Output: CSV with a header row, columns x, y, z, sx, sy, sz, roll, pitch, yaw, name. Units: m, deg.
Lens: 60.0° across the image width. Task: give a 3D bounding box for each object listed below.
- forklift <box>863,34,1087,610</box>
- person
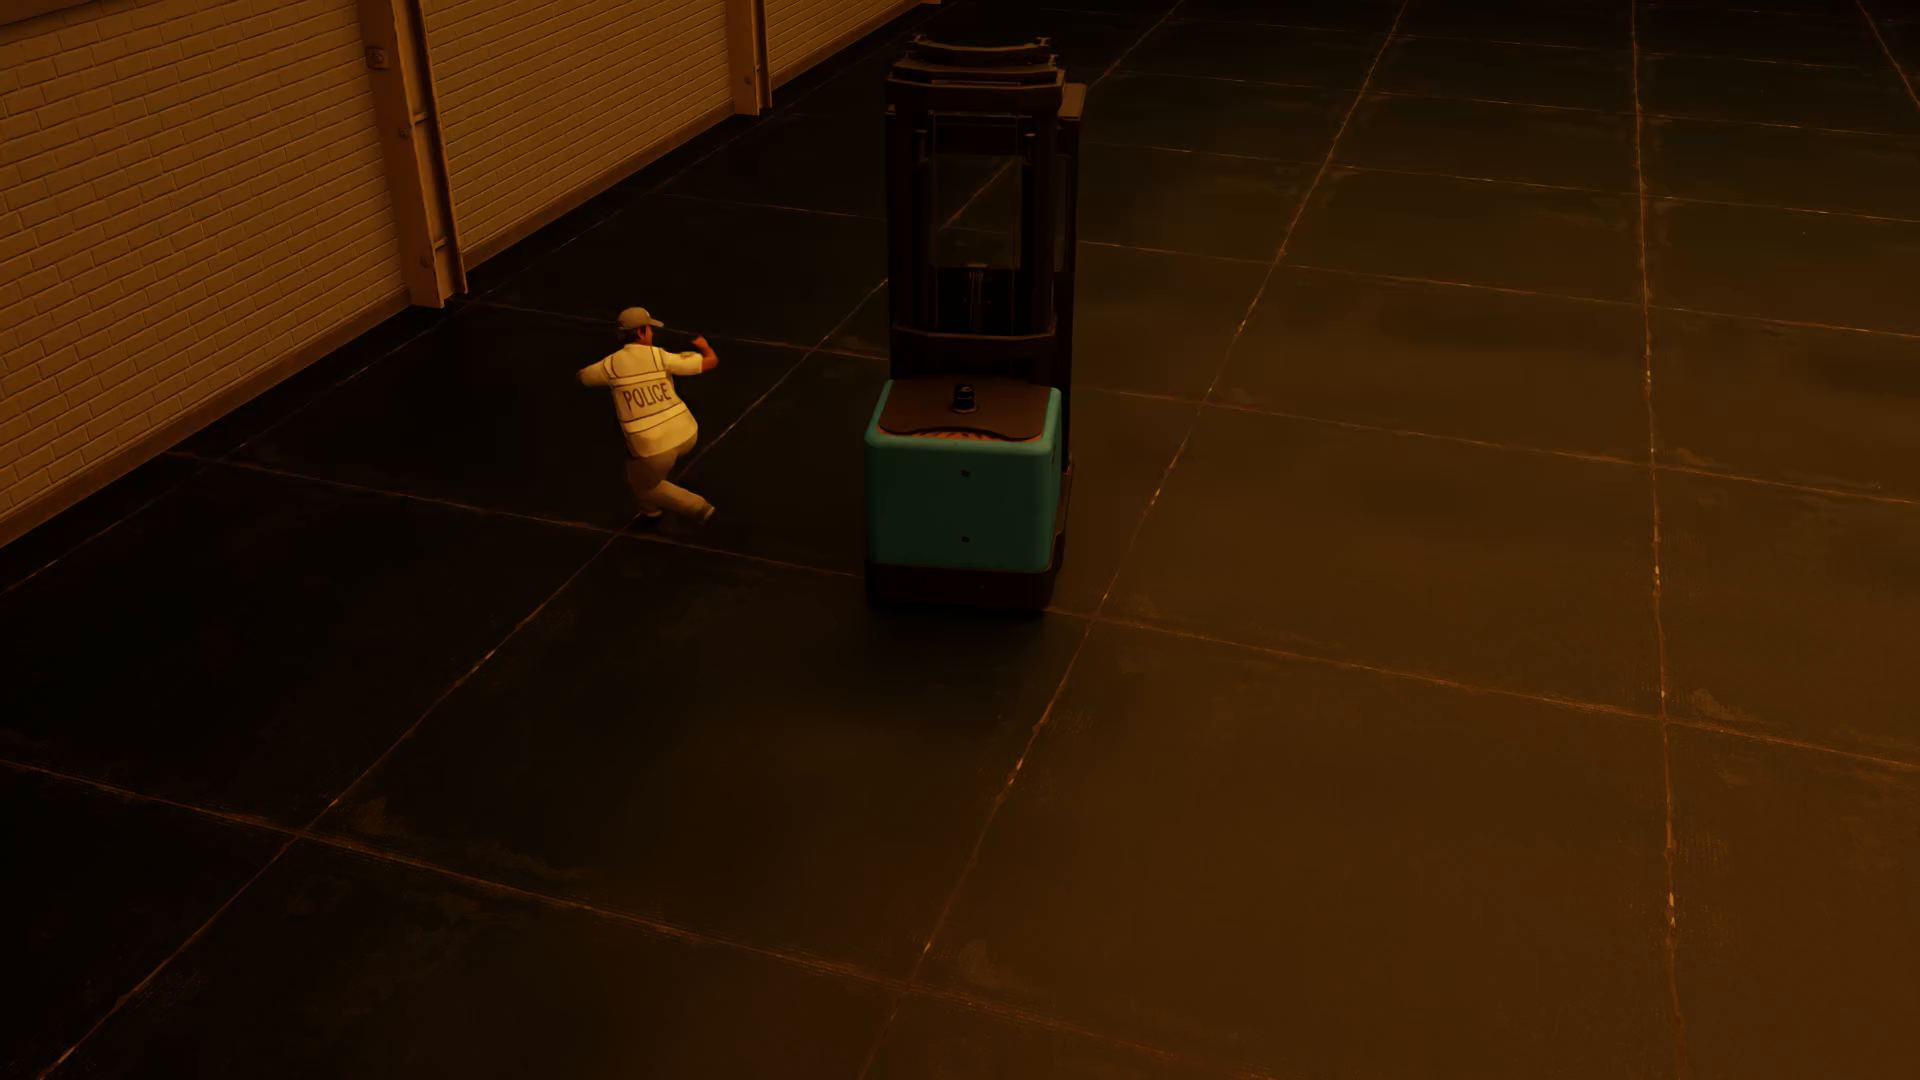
x,y,z,sx,sy,sz,roll,pitch,yaw,name
0.155,-1.590,9.925,1.130,2.935,3.031,3,30,6,forklift
-1.853,-0.768,10.049,0.774,1.417,1.063,-23,37,-34,person
